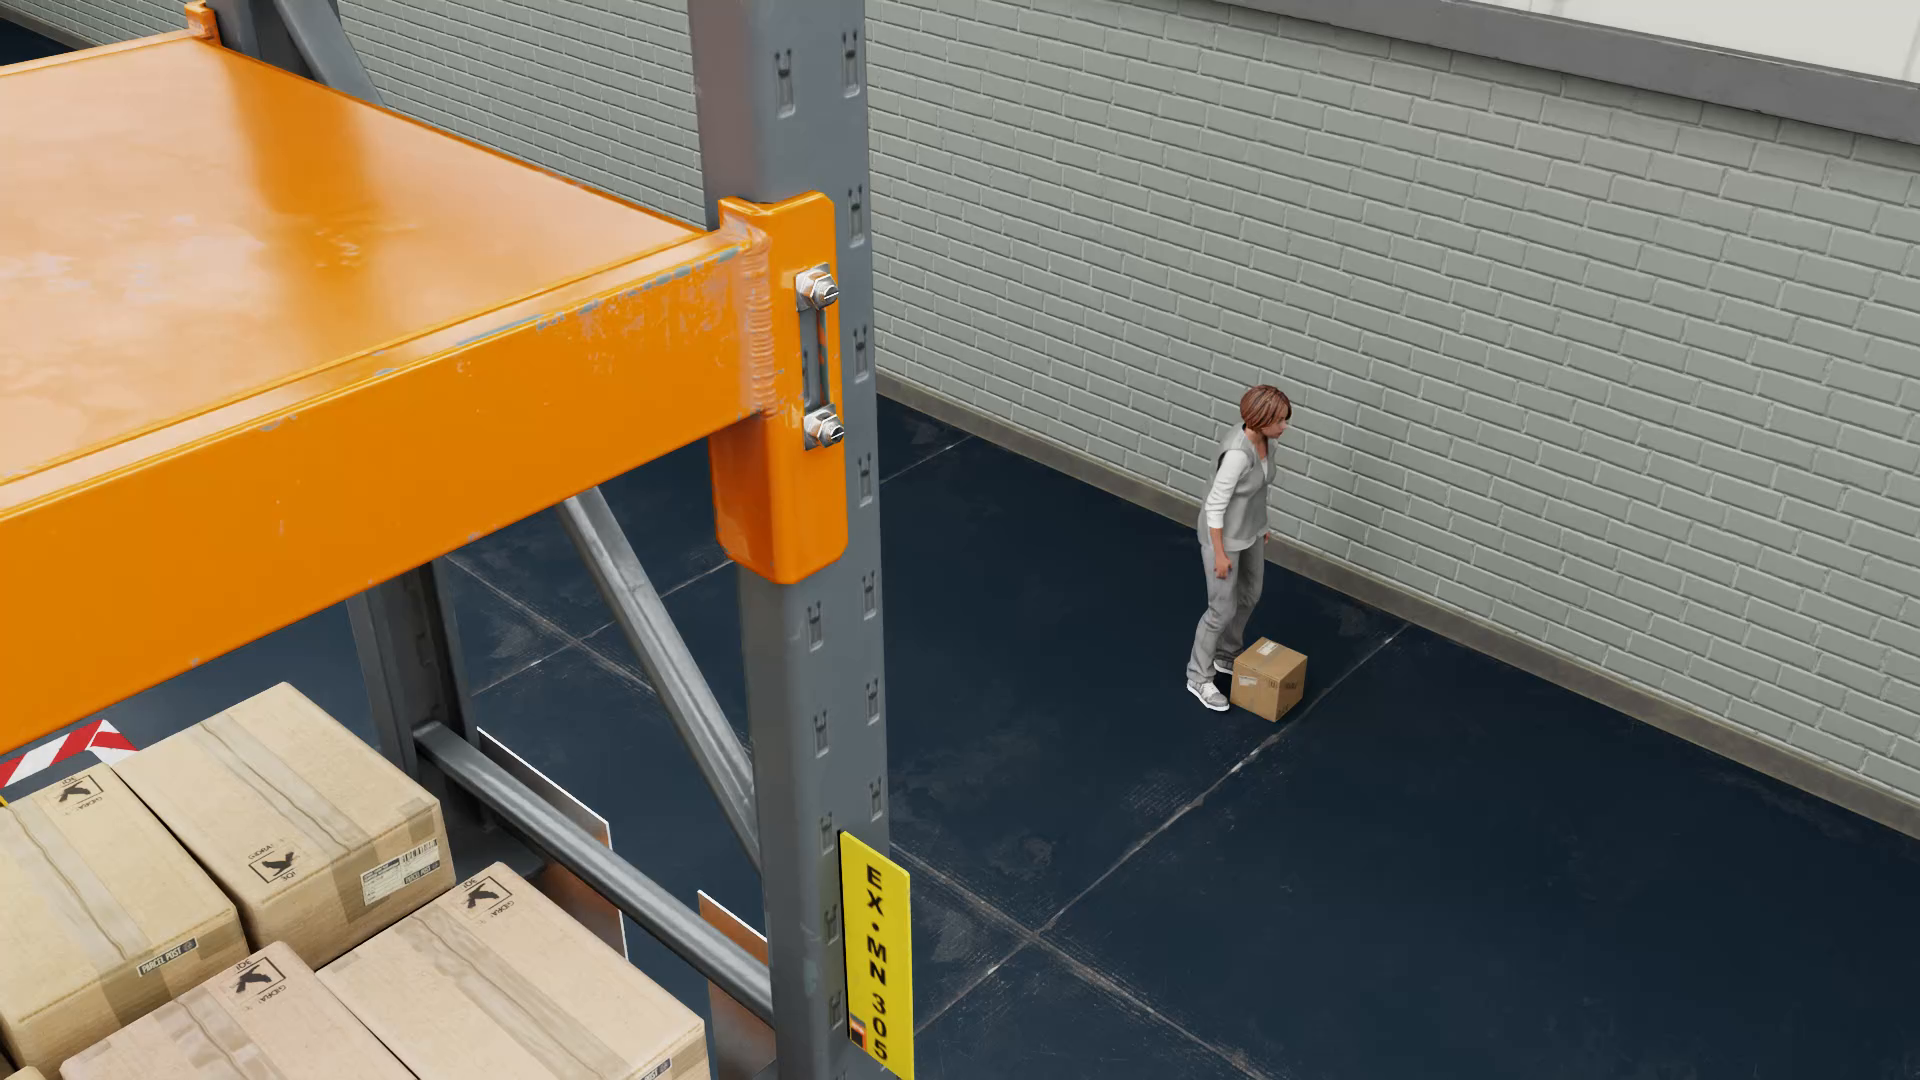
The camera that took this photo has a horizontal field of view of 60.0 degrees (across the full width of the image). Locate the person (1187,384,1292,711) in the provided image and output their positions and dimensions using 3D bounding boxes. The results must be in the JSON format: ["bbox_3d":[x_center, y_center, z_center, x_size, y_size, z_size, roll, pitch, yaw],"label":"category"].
[{"bbox_3d":[1.273,0.003,7.640,0.346,1.593,0.485,23,38,32],"label":"person"}]
